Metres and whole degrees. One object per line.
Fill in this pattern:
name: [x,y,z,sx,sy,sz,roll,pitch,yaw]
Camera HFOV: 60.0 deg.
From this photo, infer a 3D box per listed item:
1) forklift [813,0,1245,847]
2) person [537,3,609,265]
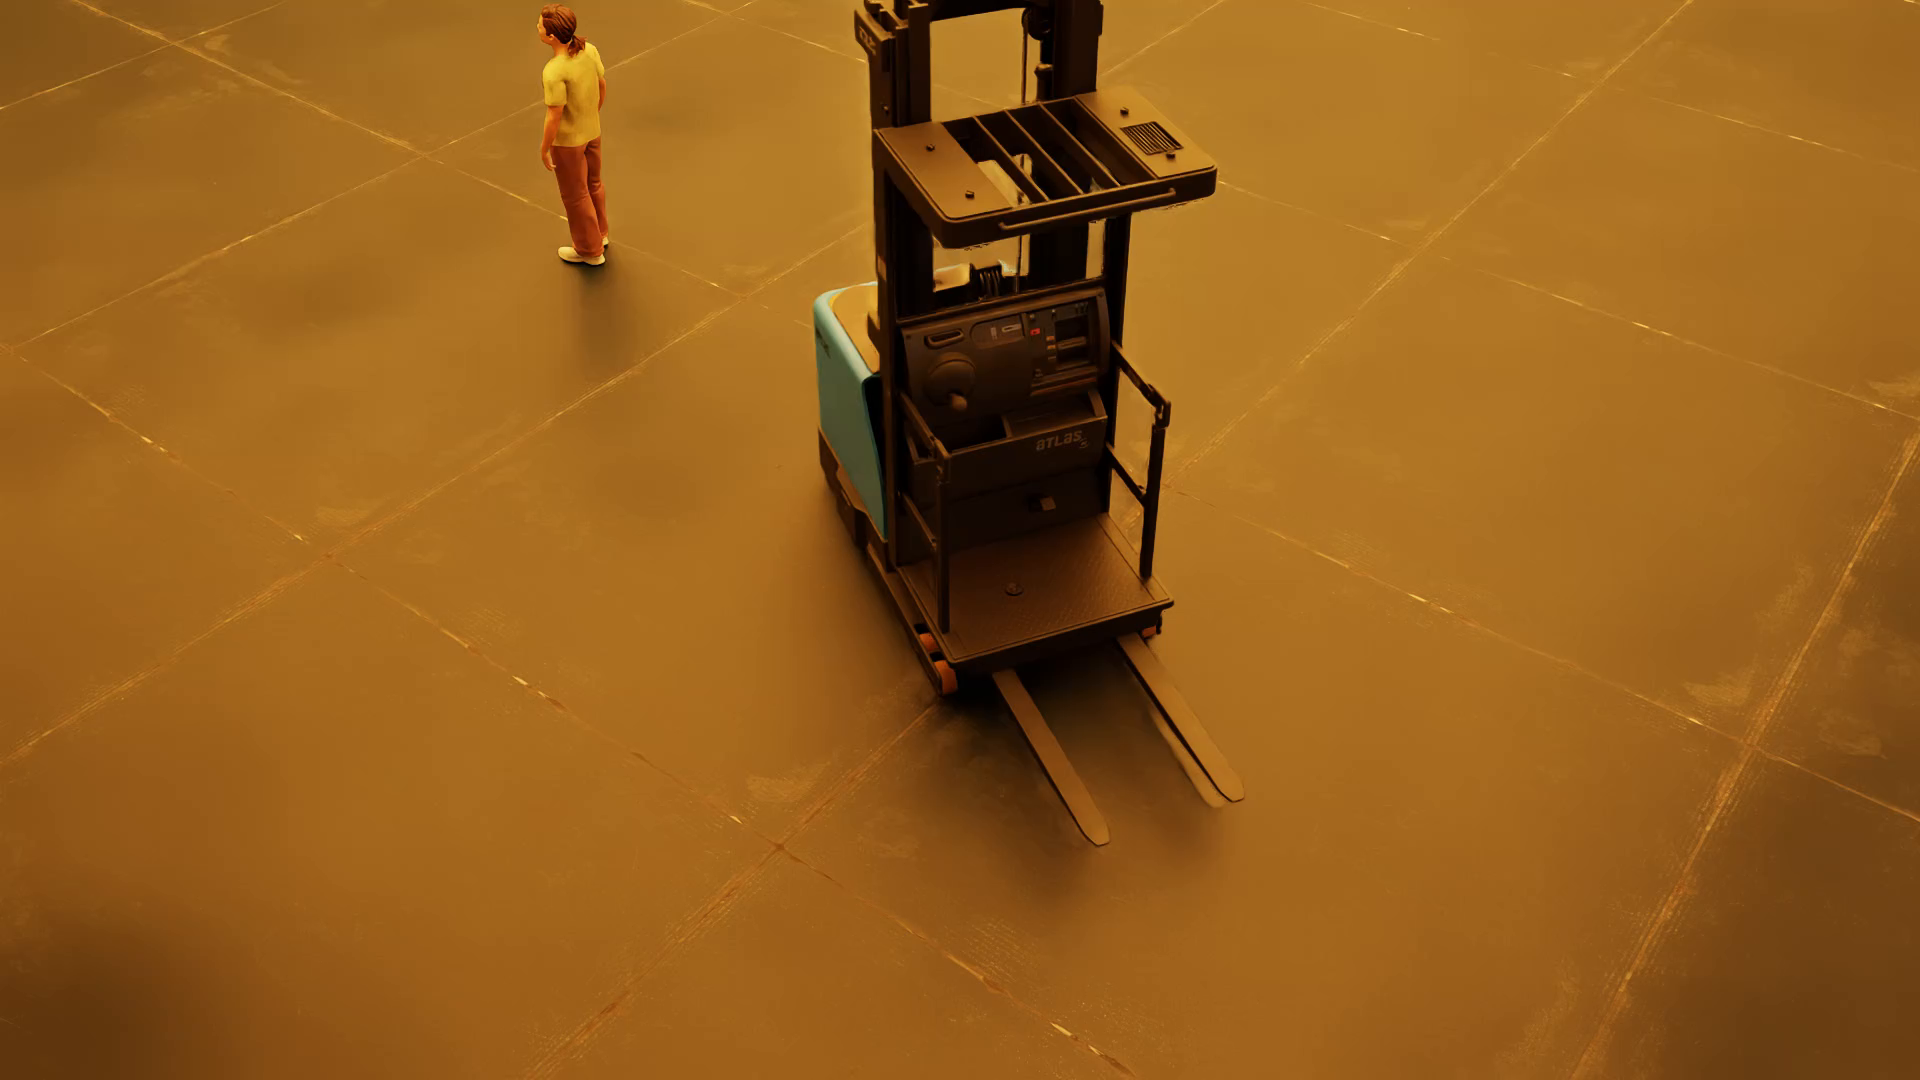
forklift: [0.286,-0.727,6.927,1.130,2.935,3.031,-15,43,-16]
person: [-2.335,-2.395,9.839,0.549,1.675,0.553,19,44,21]
